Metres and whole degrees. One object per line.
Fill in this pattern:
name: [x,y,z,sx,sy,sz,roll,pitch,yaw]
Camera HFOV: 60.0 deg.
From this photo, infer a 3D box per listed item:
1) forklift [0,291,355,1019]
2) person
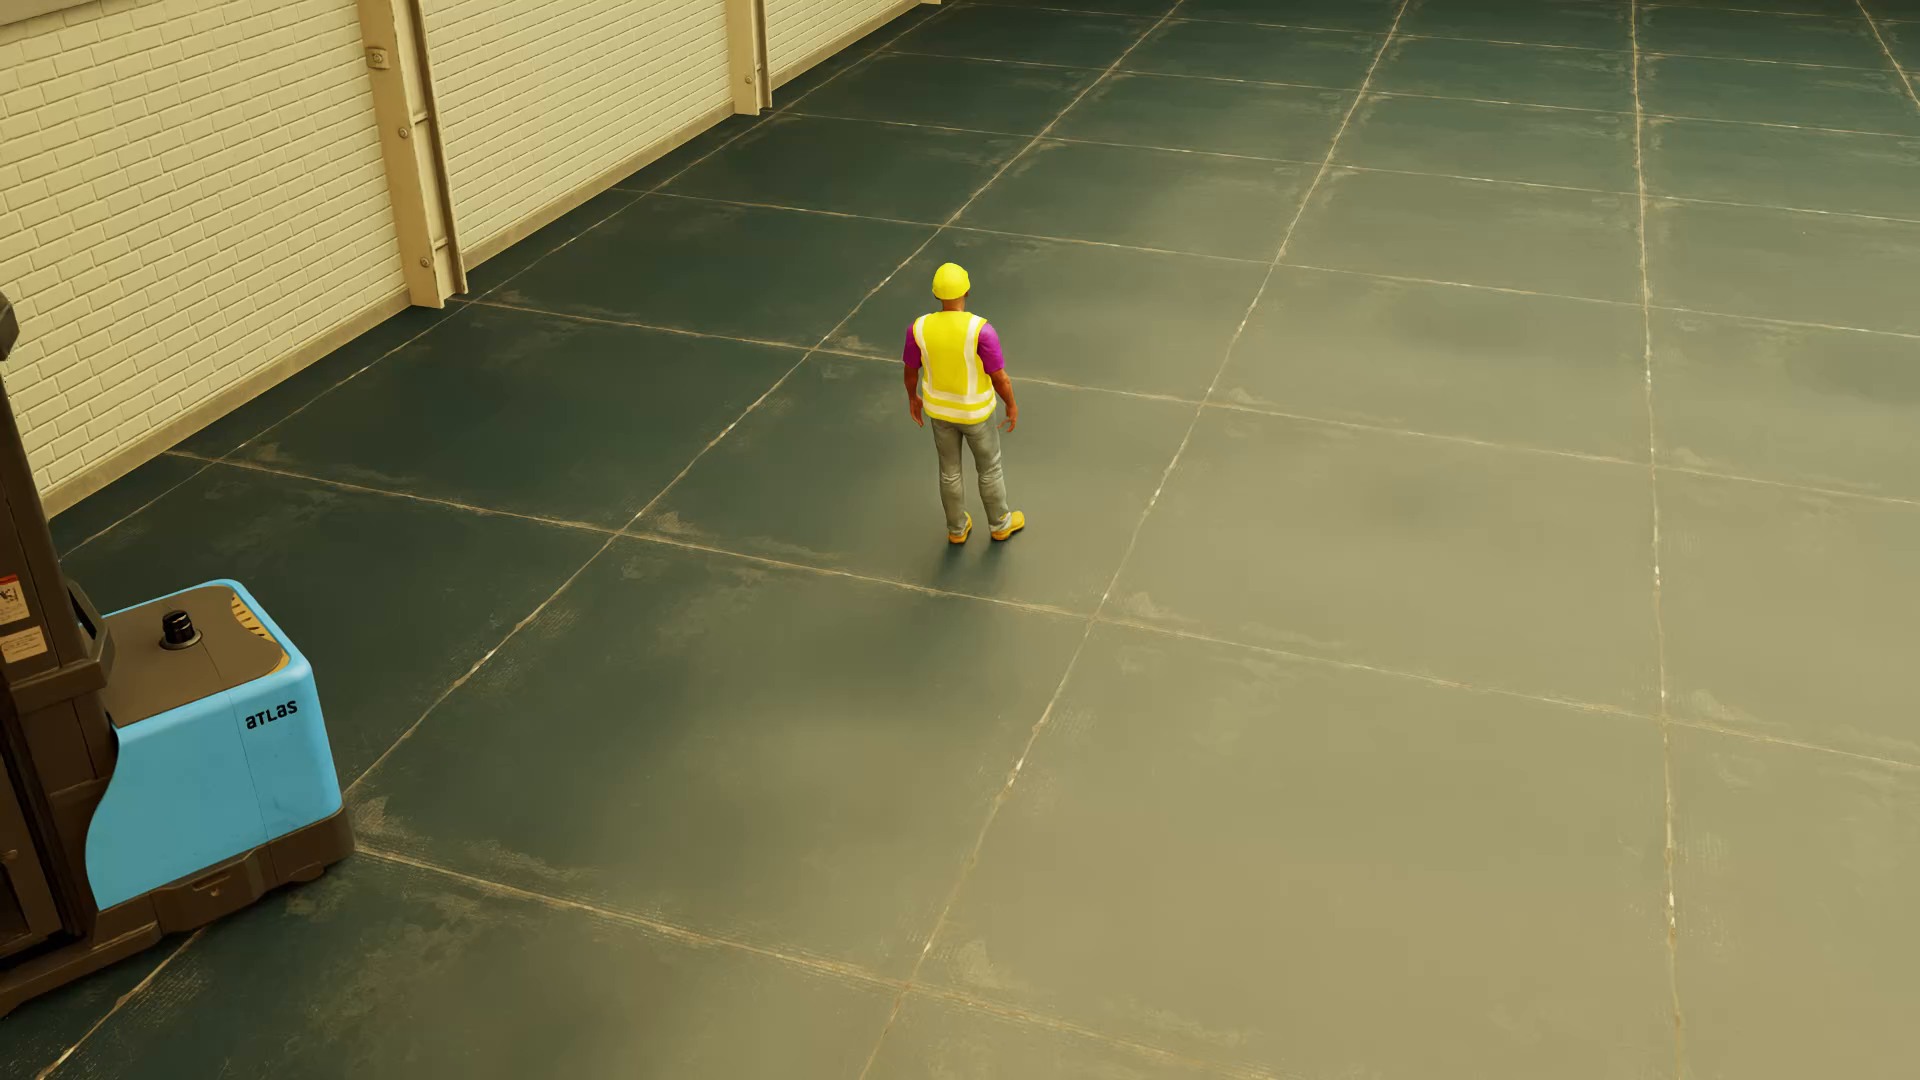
forklift: [-4.196,0.464,6.323,3.031,2.935,1.130,-22,36,-34]
person: [0.028,-0.805,9.711,0.665,1.768,0.575,10,31,16]
